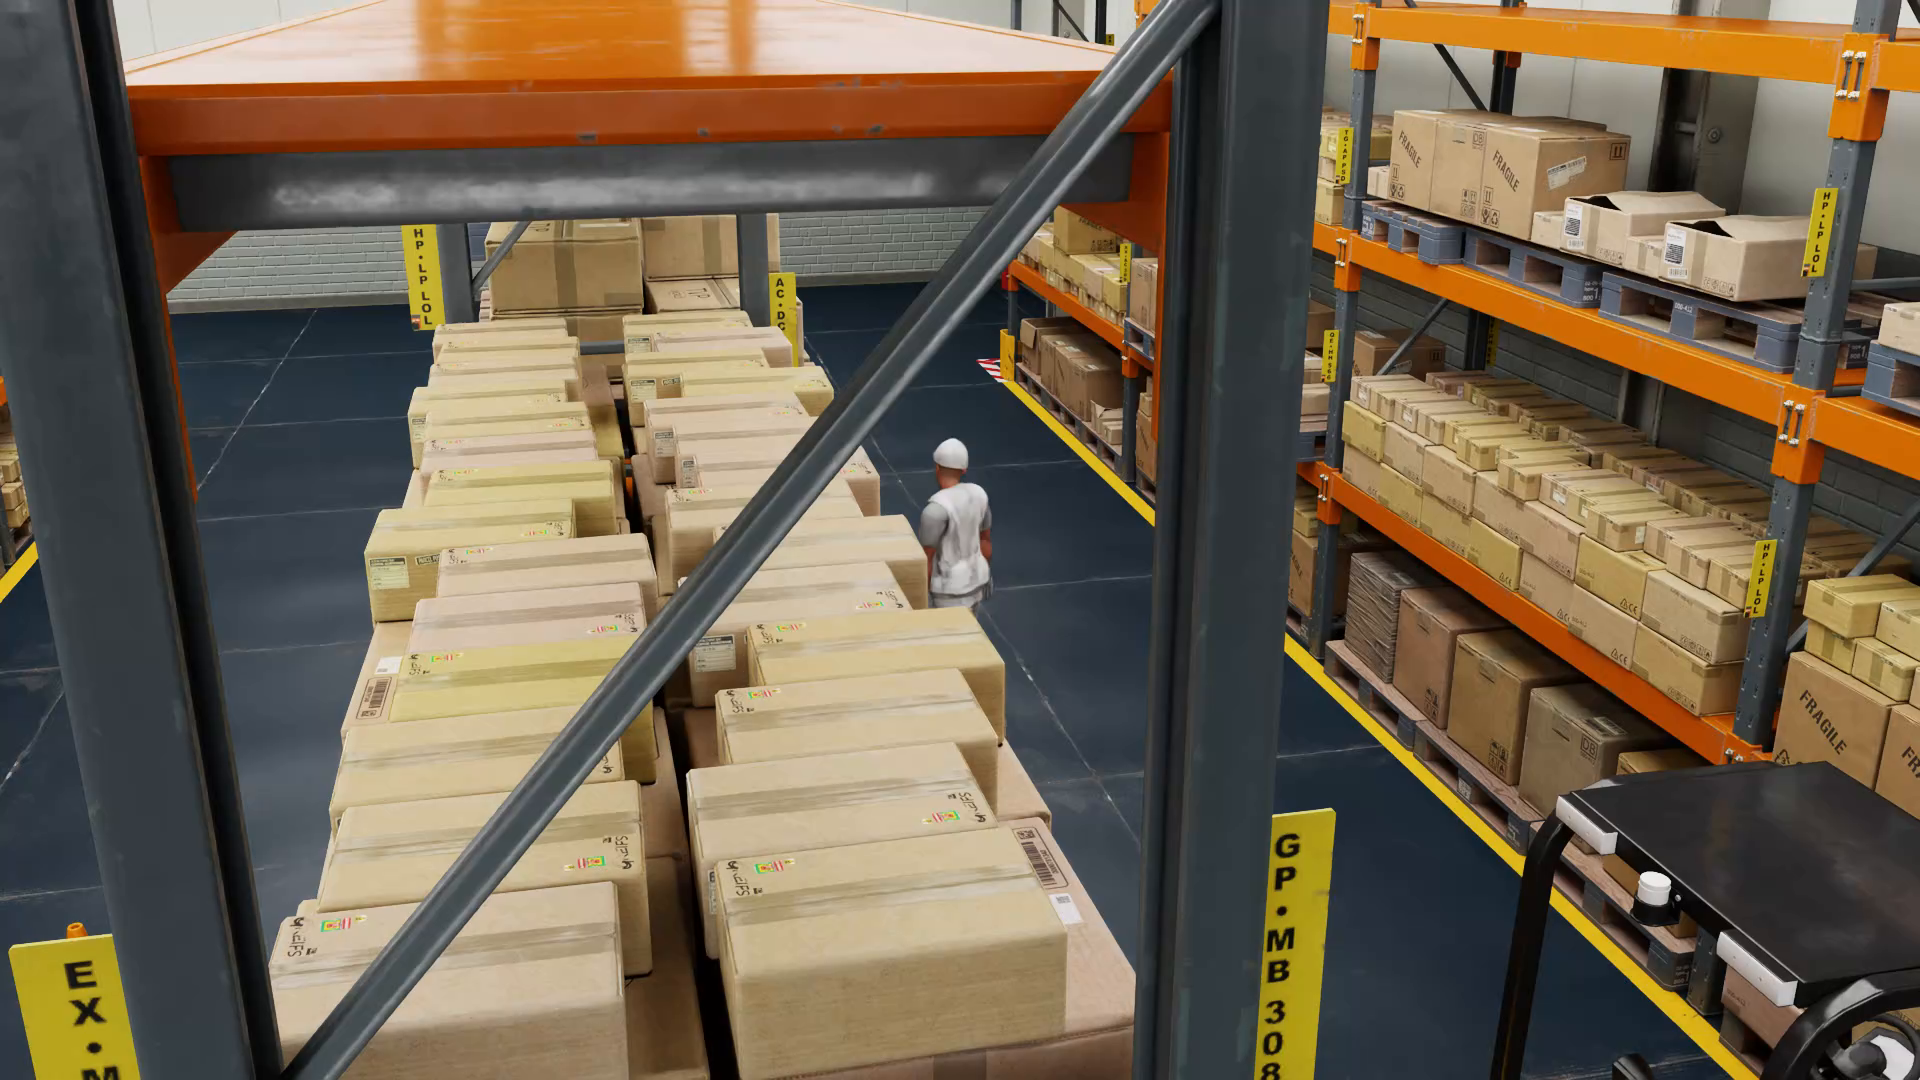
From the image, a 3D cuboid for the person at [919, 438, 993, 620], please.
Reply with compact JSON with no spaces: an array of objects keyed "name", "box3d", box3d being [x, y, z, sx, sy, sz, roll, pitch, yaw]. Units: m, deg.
[{"name":"person","box3d":[-0.042,0.273,9.711,0.654,1.783,0.615,12,22,30]}]
